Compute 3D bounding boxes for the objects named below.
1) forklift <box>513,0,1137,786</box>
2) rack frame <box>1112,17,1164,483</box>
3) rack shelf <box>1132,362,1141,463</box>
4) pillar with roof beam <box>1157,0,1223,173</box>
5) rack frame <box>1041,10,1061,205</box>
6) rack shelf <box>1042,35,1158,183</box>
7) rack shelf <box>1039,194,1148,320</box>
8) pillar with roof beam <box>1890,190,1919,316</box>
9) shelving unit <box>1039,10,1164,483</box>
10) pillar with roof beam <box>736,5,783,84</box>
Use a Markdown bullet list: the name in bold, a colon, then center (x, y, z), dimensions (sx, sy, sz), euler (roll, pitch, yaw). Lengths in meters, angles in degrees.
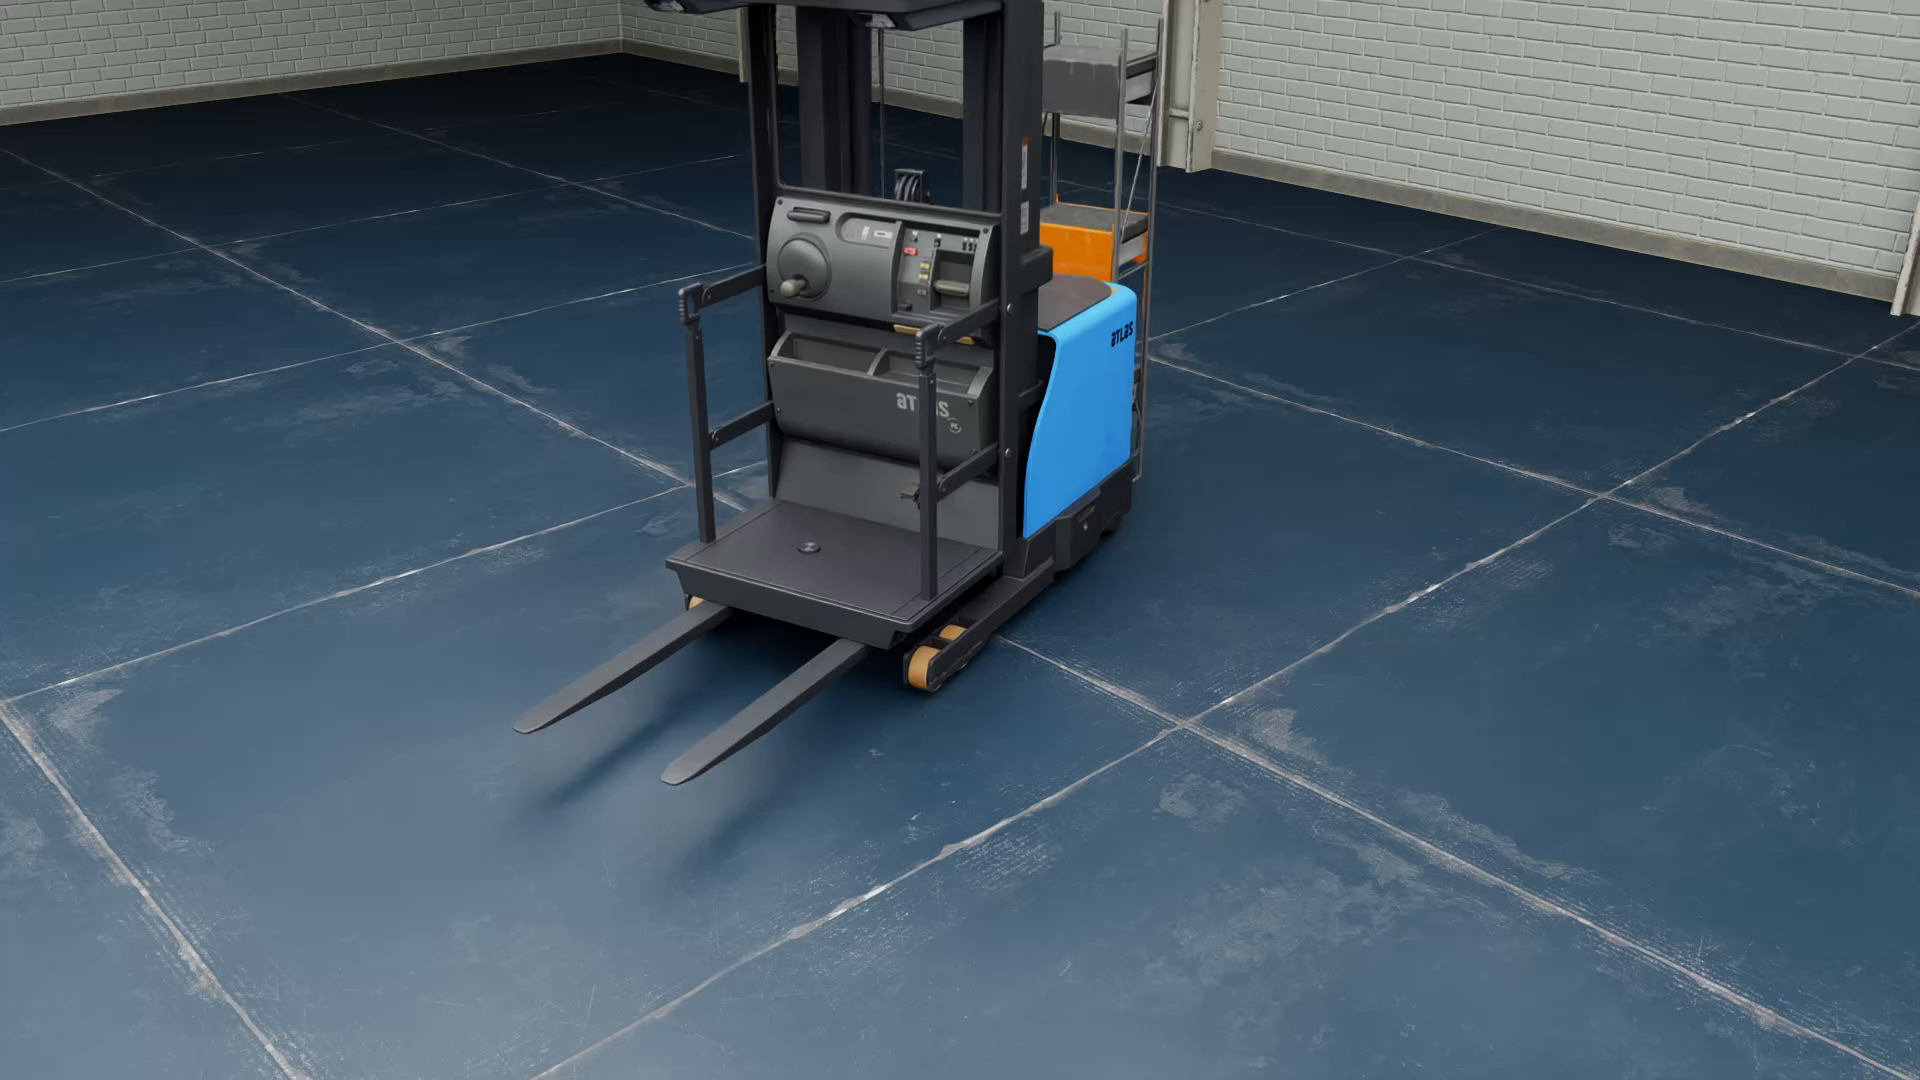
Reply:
- **forklift**: center (-0.408, -0.997, 5.905), dimensions (1.130, 2.935, 3.031), euler (13, 28, 27)
- **rack frame**: center (0.758, -1.184, 7.317), dimensions (0.015, 2.100, 0.400), euler (13, 28, 27)
- **rack shelf**: center (0.546, -0.586, 7.723), dimensions (0.480, 0.518, 0.431), euler (13, 28, 27)
- **pillar with roof beam**: center (-1.220, -6.080, 9.734), dimensions (9.100, 9.000, 0.400), euler (-21, 32, -38)
- **rack frame**: center (0.334, -1.285, 7.537), dimensions (0.015, 2.100, 0.400), euler (13, 28, 27)
- **rack shelf**: center (0.546, -1.859, 7.142), dimensions (0.480, 0.518, 0.431), euler (13, 28, 27)
- **rack shelf**: center (0.546, -1.222, 7.432), dimensions (0.480, 0.518, 0.431), euler (13, 28, 27)
- **pillar with roof beam**: center (2.881, -4.262, 5.750), dimensions (9.100, 9.000, 0.400), euler (-21, 32, -38)
- **shelving unit**: center (0.546, -1.235, 7.427), dimensions (0.503, 2.100, 0.431), euler (13, 28, 27)
- **pillar with roof beam**: center (-5.321, -7.897, 13.719), dimensions (9.100, 9.000, 0.400), euler (-21, 32, -38)
